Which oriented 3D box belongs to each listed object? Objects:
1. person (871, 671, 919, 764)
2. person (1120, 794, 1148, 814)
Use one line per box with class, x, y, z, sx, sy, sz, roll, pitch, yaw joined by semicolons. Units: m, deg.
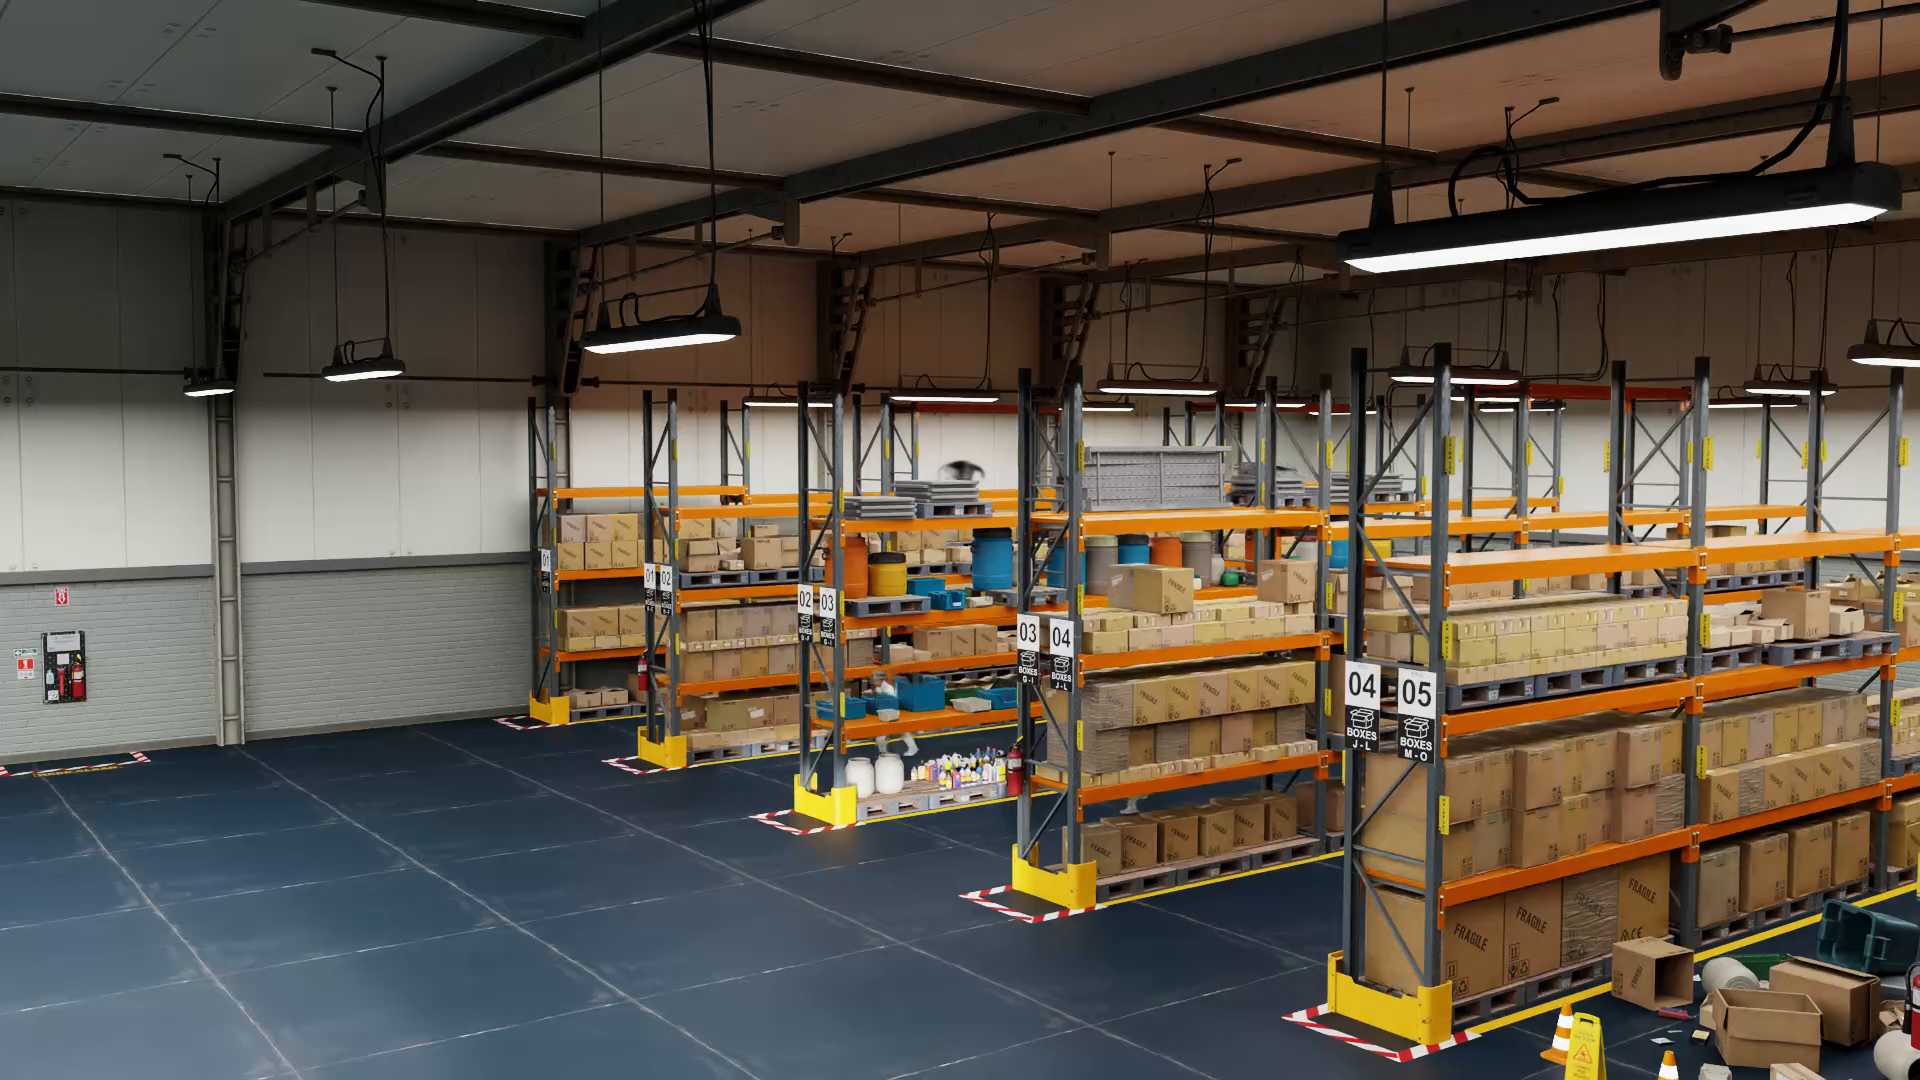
person;-1.030;2.818;26.767;1.014;1.502;0.625;-3;4;-40
person;2.421;2.988;23.364;0.705;1.590;0.776;-1;4;-22
